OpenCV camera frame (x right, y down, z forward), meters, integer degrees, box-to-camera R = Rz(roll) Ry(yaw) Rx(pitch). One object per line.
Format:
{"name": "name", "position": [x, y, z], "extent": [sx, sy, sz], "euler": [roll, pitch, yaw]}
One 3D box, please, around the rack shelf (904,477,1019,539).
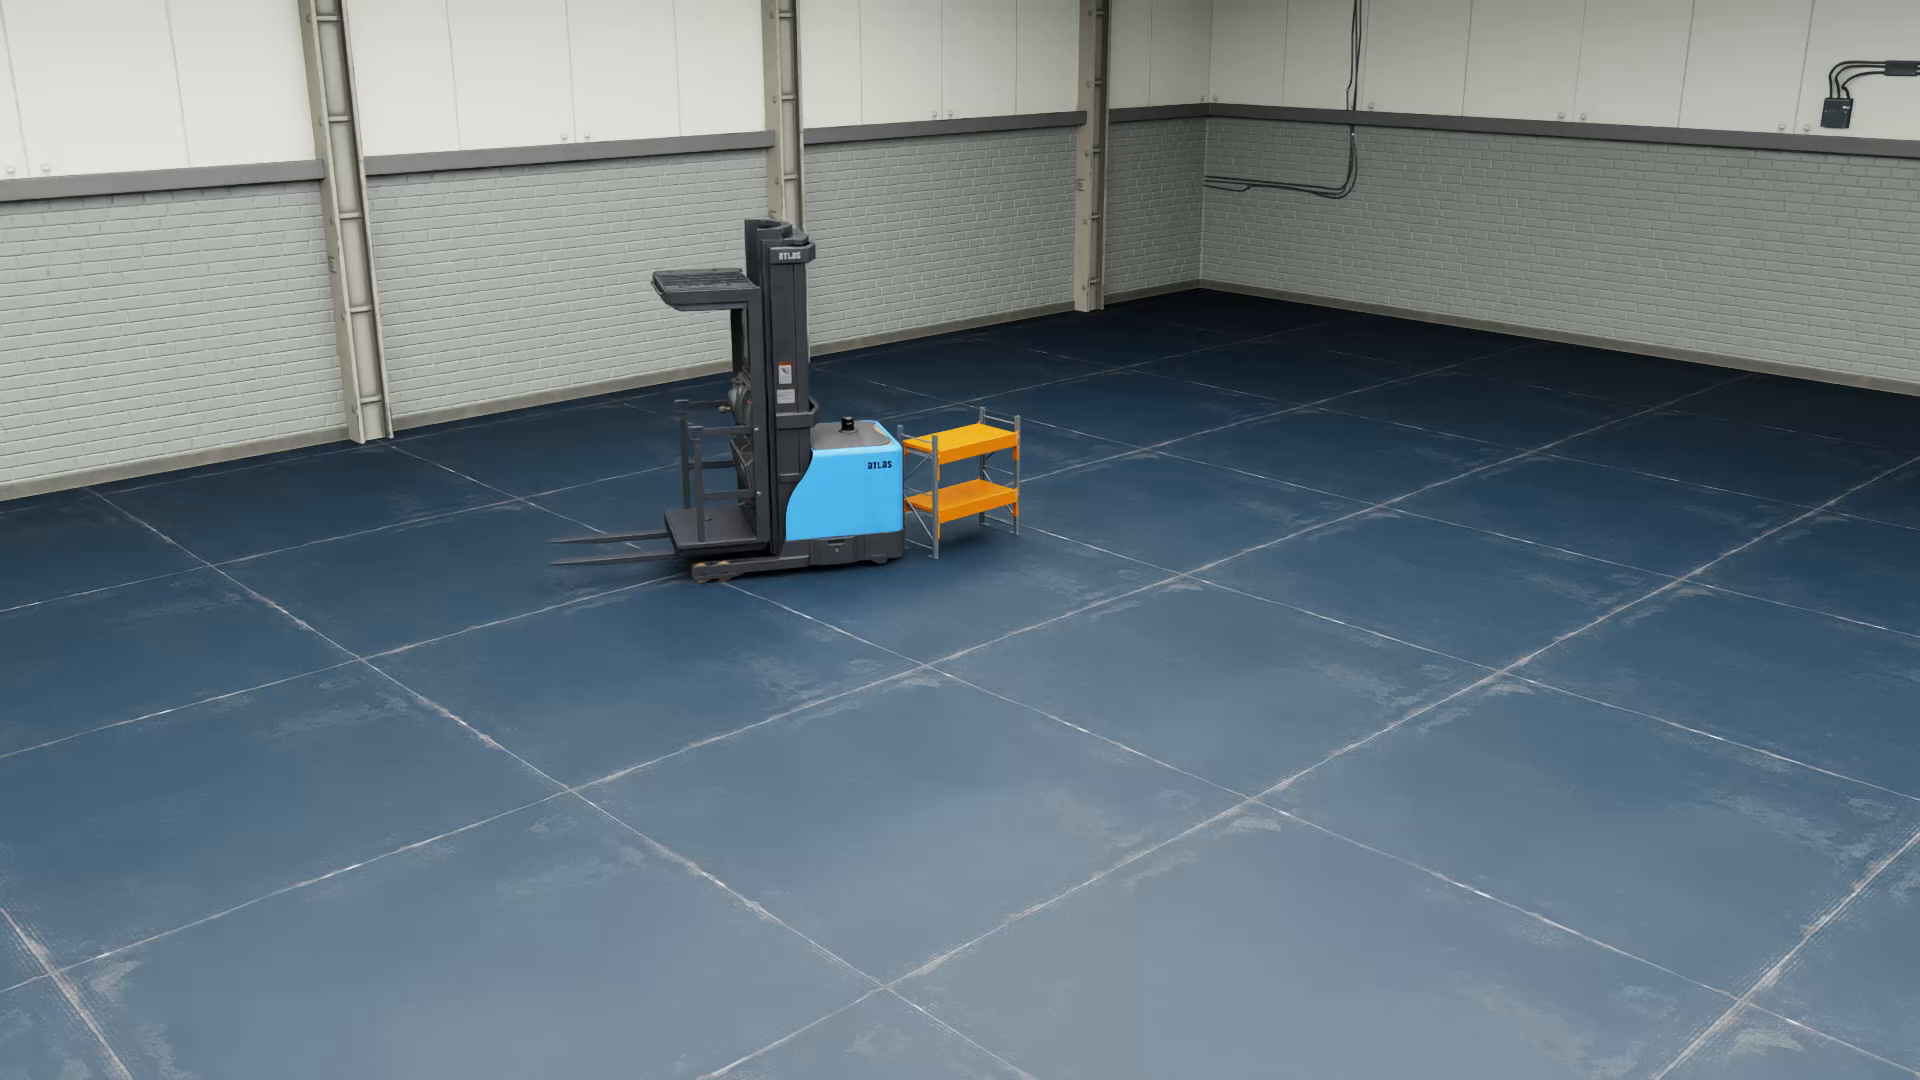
{"name": "rack shelf", "position": [-0.005, -0.301, 15.148], "extent": [1.000, 0.278, 0.538], "euler": [-16, 24, -41]}

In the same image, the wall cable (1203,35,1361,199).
{"name": "wall cable", "position": [5.109, -6.829, 26.756], "extent": [0.112, 2.526, 3.097], "euler": [-16, 24, -41]}

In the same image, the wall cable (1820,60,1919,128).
{"name": "wall cable", "position": [11.620, -7.793, 19.180], "extent": [0.169, 6.003, 2.305], "euler": [-16, 24, -41]}

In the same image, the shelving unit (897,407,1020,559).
{"name": "shelving unit", "position": [-0.005, -0.534, 15.072], "extent": [1.048, 1.125, 0.538], "euler": [-16, 24, -41]}

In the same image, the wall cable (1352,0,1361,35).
{"name": "wall cable", "position": [6.968, -8.625, 24.107], "extent": [0.112, 2.526, 3.097], "euler": [-16, 24, -41]}

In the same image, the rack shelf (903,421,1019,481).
{"name": "rack shelf", "position": [-0.005, -0.812, 14.982], "extent": [1.000, 0.278, 0.538], "euler": [-16, 24, -41]}

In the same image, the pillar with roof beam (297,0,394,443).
{"name": "pillar with roof beam", "position": [-3.702, -4.470, 14.448], "extent": [0.400, 9.000, 9.100], "euler": [-16, 24, -41]}

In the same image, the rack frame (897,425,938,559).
{"name": "rack frame", "position": [-0.374, -0.426, 14.740], "extent": [0.032, 1.125, 0.500], "euler": [-16, 24, -41]}

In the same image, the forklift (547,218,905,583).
{"name": "forklift", "position": [-2.062, -1.209, 14.227], "extent": [3.031, 2.935, 1.130], "euler": [-5, 19, -15]}

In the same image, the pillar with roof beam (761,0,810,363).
{"name": "pillar with roof beam", "position": [0.658, -5.742, 18.369], "extent": [0.400, 9.000, 9.100], "euler": [-16, 24, -41]}

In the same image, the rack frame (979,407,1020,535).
{"name": "rack frame", "position": [0.364, -0.641, 15.404], "extent": [0.032, 1.125, 0.500], "euler": [-16, 24, -41]}

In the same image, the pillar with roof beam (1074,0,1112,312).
{"name": "pillar with roof beam", "position": [5.017, -7.013, 22.290], "extent": [0.400, 9.000, 9.100], "euler": [-16, 24, -41]}
